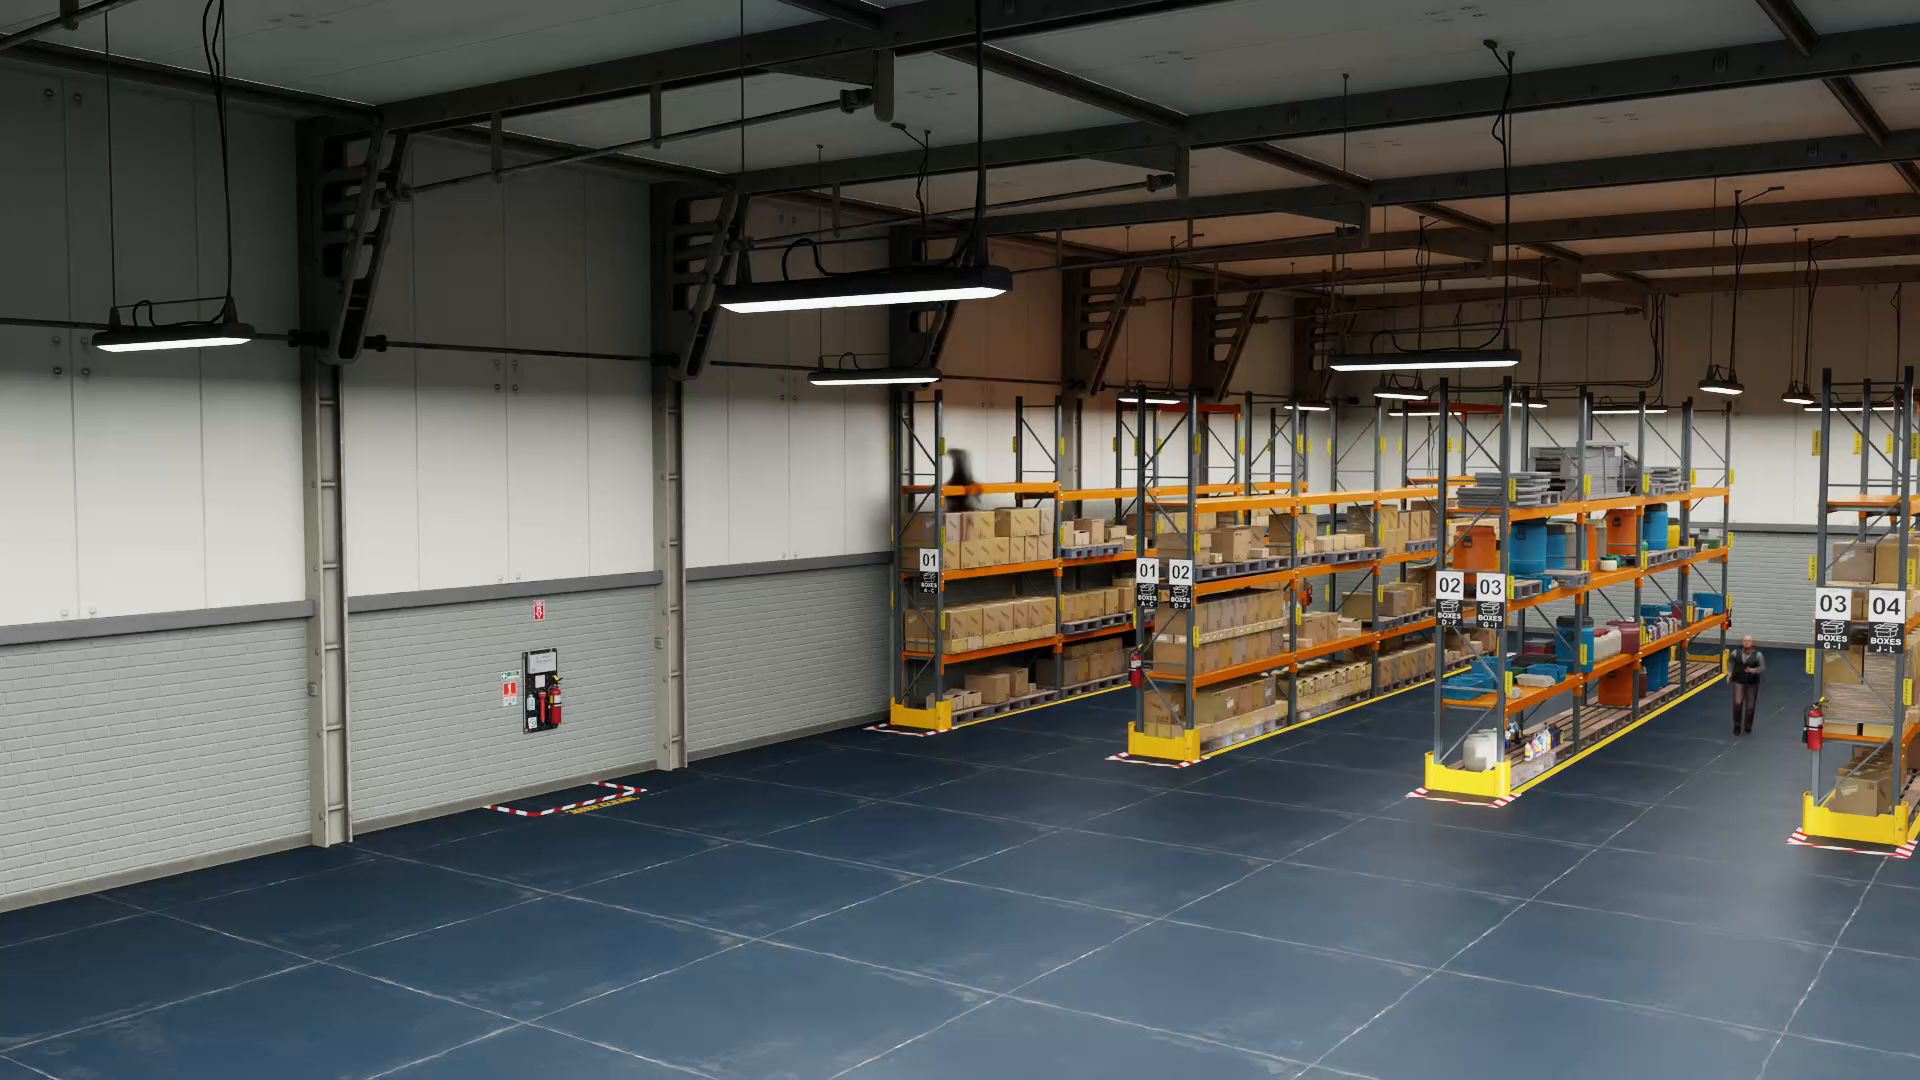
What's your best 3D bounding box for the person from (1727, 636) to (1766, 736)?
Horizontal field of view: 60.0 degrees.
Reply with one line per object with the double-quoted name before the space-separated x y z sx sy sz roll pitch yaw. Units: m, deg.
"person" 13.599 2.527 28.788 0.616 1.749 0.726 1 4 25
